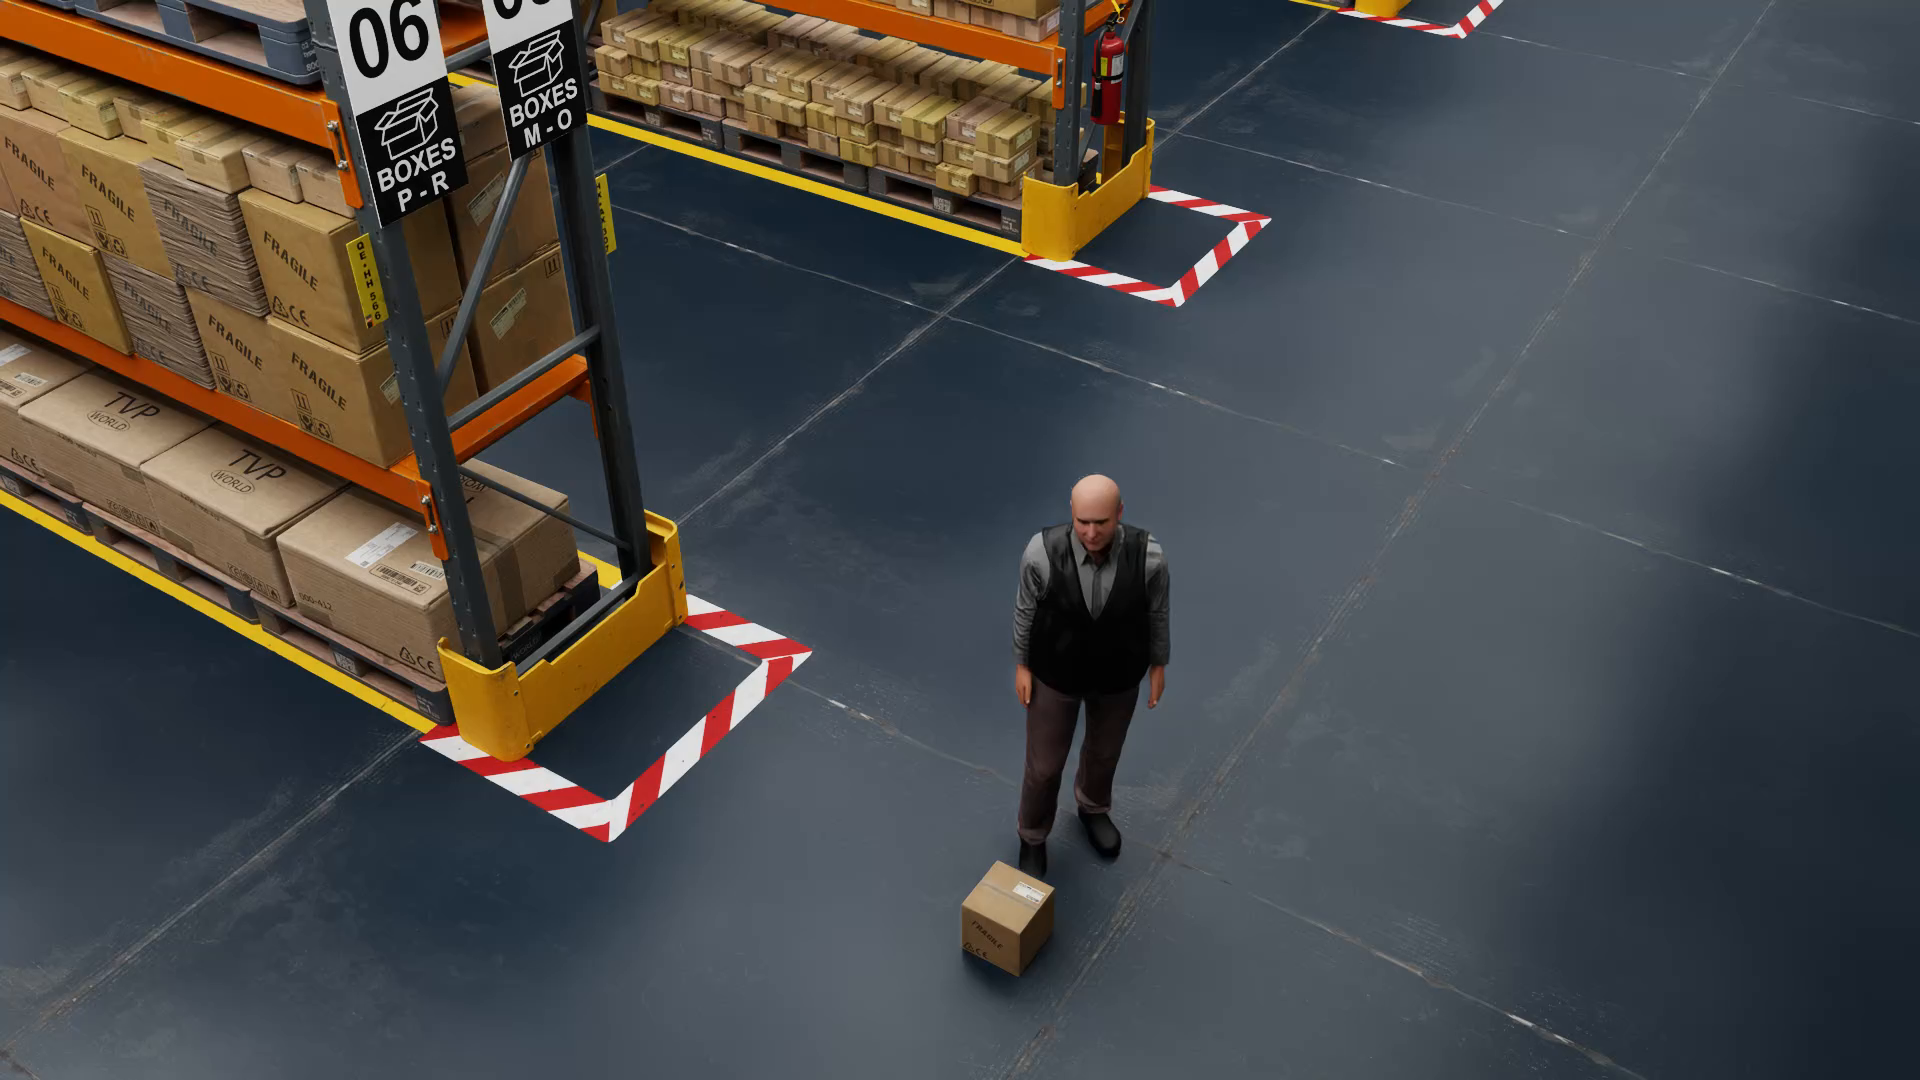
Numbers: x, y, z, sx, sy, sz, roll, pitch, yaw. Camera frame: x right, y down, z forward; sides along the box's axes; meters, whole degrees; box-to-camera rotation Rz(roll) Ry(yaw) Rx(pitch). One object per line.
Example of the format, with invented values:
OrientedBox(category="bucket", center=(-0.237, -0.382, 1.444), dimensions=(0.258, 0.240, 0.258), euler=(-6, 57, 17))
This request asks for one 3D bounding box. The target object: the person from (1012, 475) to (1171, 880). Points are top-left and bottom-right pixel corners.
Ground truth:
OrientedBox(category="person", center=(0.478, 0.529, 6.063), dimensions=(0.572, 1.784, 0.435), euler=(-2, 38, -3))
